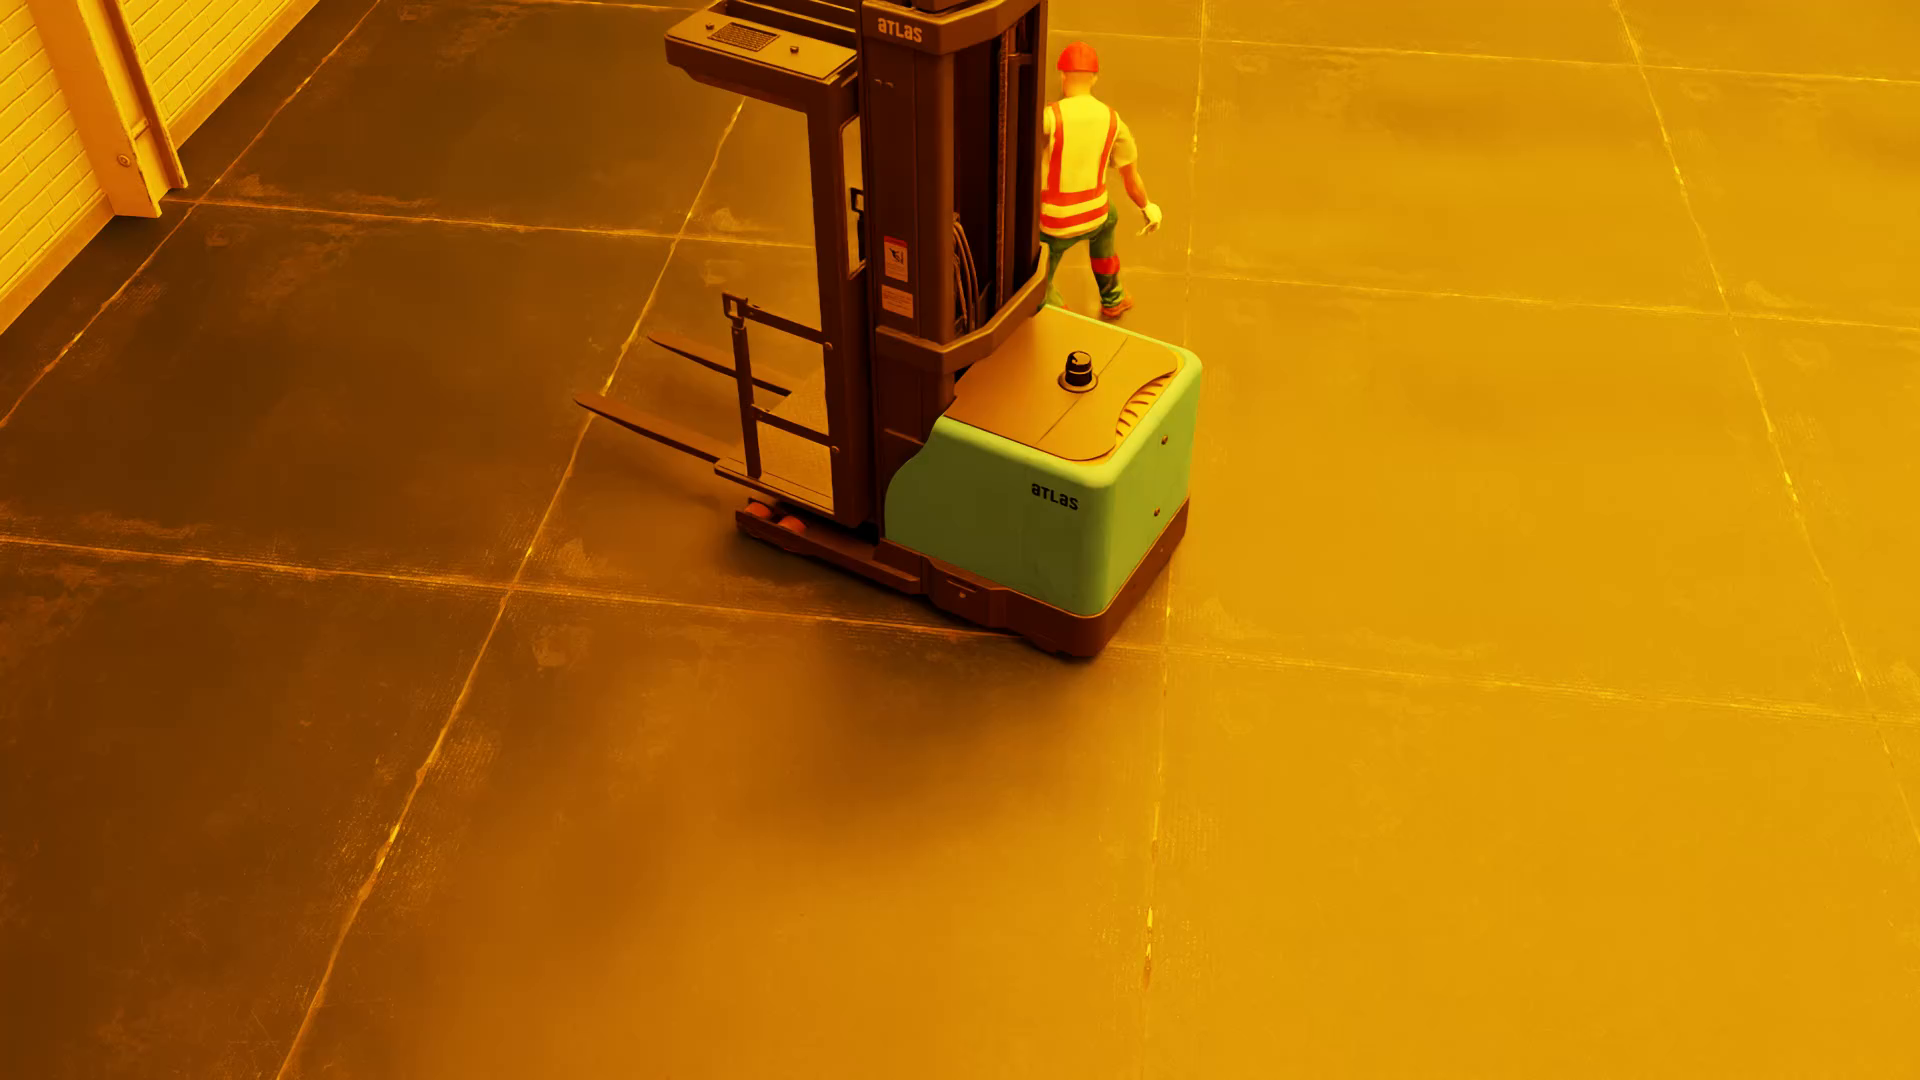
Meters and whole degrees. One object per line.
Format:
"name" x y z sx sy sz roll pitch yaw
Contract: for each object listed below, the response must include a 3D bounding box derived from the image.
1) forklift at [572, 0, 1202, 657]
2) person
"forklift" -0.471 -1.312 7.152 3.031 2.935 1.130 21 47 22
"person" 0.500 -1.652 8.476 1.145 1.704 0.560 -16 45 -17
